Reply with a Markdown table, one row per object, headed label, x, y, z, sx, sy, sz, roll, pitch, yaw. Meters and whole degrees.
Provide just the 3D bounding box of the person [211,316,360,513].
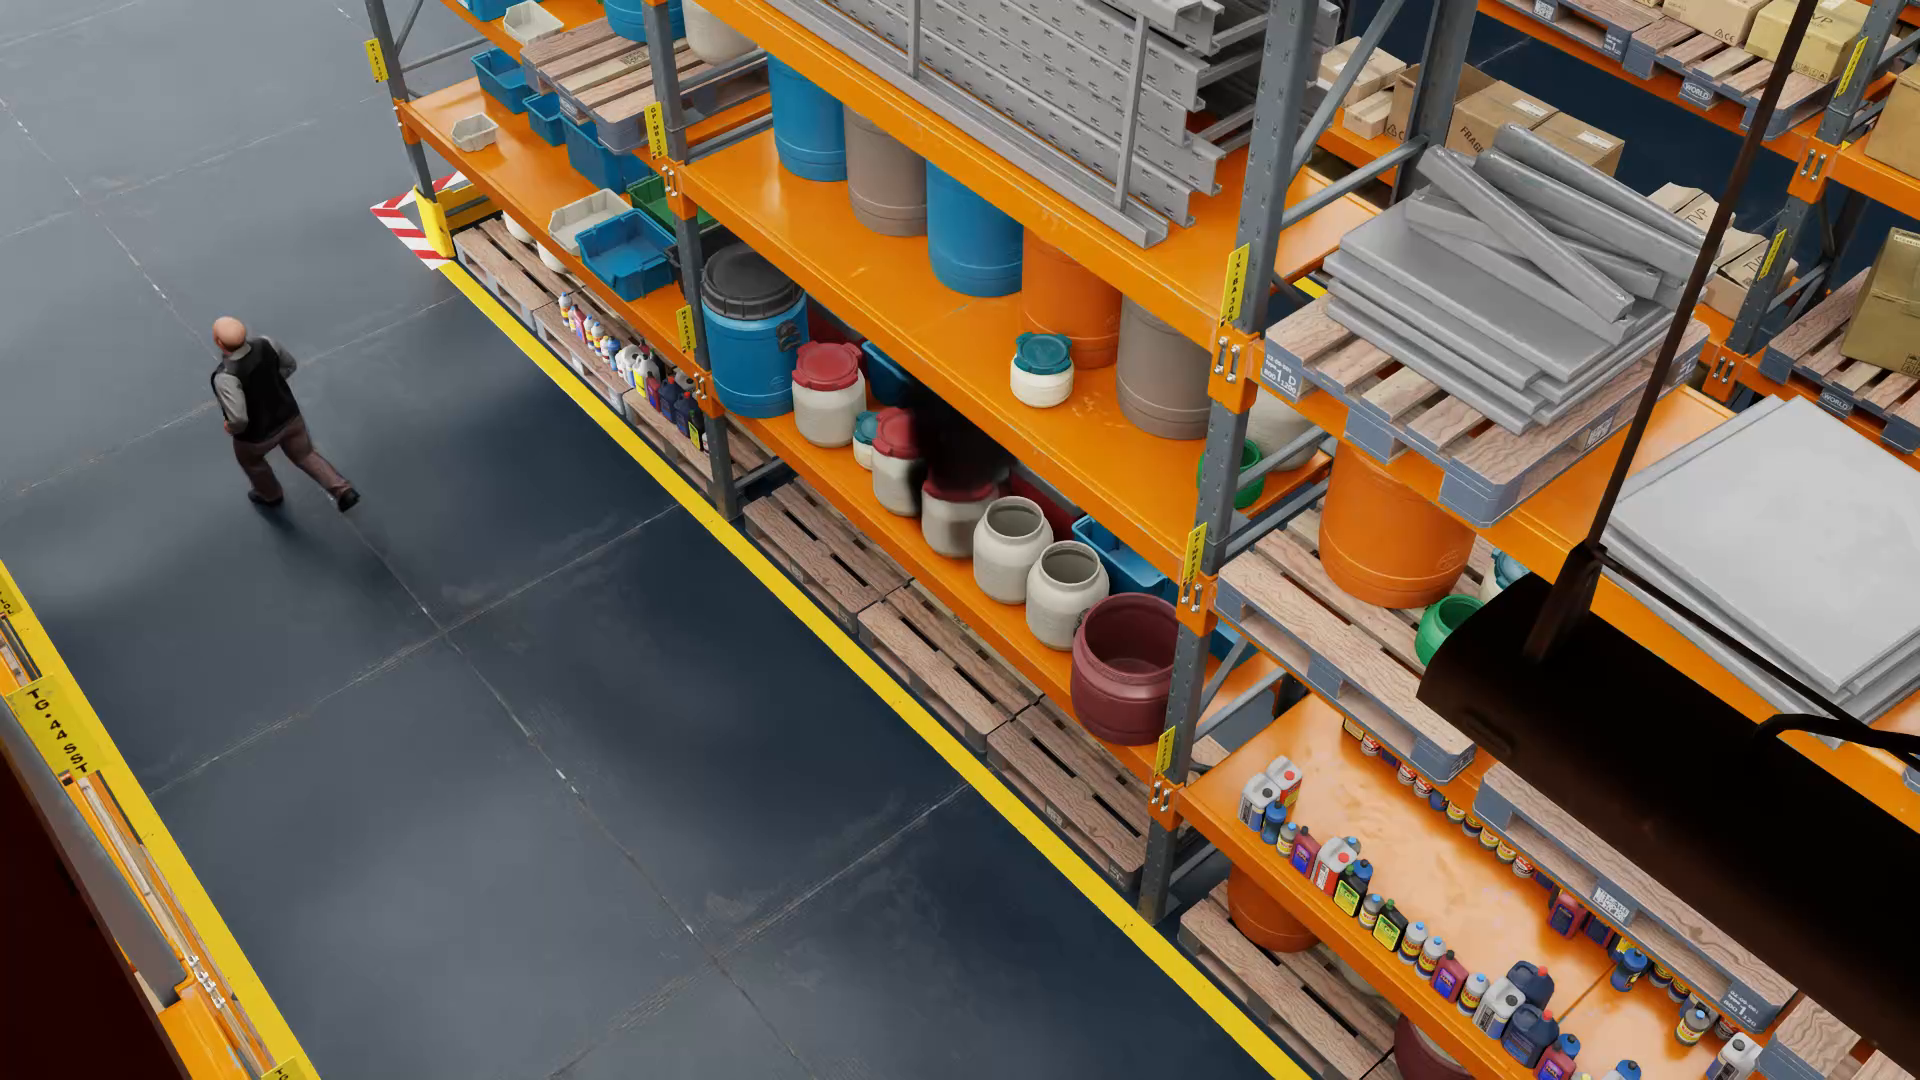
| label | x | y | z | sx | sy | sz | roll | pitch | yaw |
| --- | --- | --- | --- | --- | --- | --- | --- | --- | --- |
| person | -4.359 | -0.724 | 10.531 | 1.046 | 1.715 | 0.637 | 26 | 52 | 23 |
